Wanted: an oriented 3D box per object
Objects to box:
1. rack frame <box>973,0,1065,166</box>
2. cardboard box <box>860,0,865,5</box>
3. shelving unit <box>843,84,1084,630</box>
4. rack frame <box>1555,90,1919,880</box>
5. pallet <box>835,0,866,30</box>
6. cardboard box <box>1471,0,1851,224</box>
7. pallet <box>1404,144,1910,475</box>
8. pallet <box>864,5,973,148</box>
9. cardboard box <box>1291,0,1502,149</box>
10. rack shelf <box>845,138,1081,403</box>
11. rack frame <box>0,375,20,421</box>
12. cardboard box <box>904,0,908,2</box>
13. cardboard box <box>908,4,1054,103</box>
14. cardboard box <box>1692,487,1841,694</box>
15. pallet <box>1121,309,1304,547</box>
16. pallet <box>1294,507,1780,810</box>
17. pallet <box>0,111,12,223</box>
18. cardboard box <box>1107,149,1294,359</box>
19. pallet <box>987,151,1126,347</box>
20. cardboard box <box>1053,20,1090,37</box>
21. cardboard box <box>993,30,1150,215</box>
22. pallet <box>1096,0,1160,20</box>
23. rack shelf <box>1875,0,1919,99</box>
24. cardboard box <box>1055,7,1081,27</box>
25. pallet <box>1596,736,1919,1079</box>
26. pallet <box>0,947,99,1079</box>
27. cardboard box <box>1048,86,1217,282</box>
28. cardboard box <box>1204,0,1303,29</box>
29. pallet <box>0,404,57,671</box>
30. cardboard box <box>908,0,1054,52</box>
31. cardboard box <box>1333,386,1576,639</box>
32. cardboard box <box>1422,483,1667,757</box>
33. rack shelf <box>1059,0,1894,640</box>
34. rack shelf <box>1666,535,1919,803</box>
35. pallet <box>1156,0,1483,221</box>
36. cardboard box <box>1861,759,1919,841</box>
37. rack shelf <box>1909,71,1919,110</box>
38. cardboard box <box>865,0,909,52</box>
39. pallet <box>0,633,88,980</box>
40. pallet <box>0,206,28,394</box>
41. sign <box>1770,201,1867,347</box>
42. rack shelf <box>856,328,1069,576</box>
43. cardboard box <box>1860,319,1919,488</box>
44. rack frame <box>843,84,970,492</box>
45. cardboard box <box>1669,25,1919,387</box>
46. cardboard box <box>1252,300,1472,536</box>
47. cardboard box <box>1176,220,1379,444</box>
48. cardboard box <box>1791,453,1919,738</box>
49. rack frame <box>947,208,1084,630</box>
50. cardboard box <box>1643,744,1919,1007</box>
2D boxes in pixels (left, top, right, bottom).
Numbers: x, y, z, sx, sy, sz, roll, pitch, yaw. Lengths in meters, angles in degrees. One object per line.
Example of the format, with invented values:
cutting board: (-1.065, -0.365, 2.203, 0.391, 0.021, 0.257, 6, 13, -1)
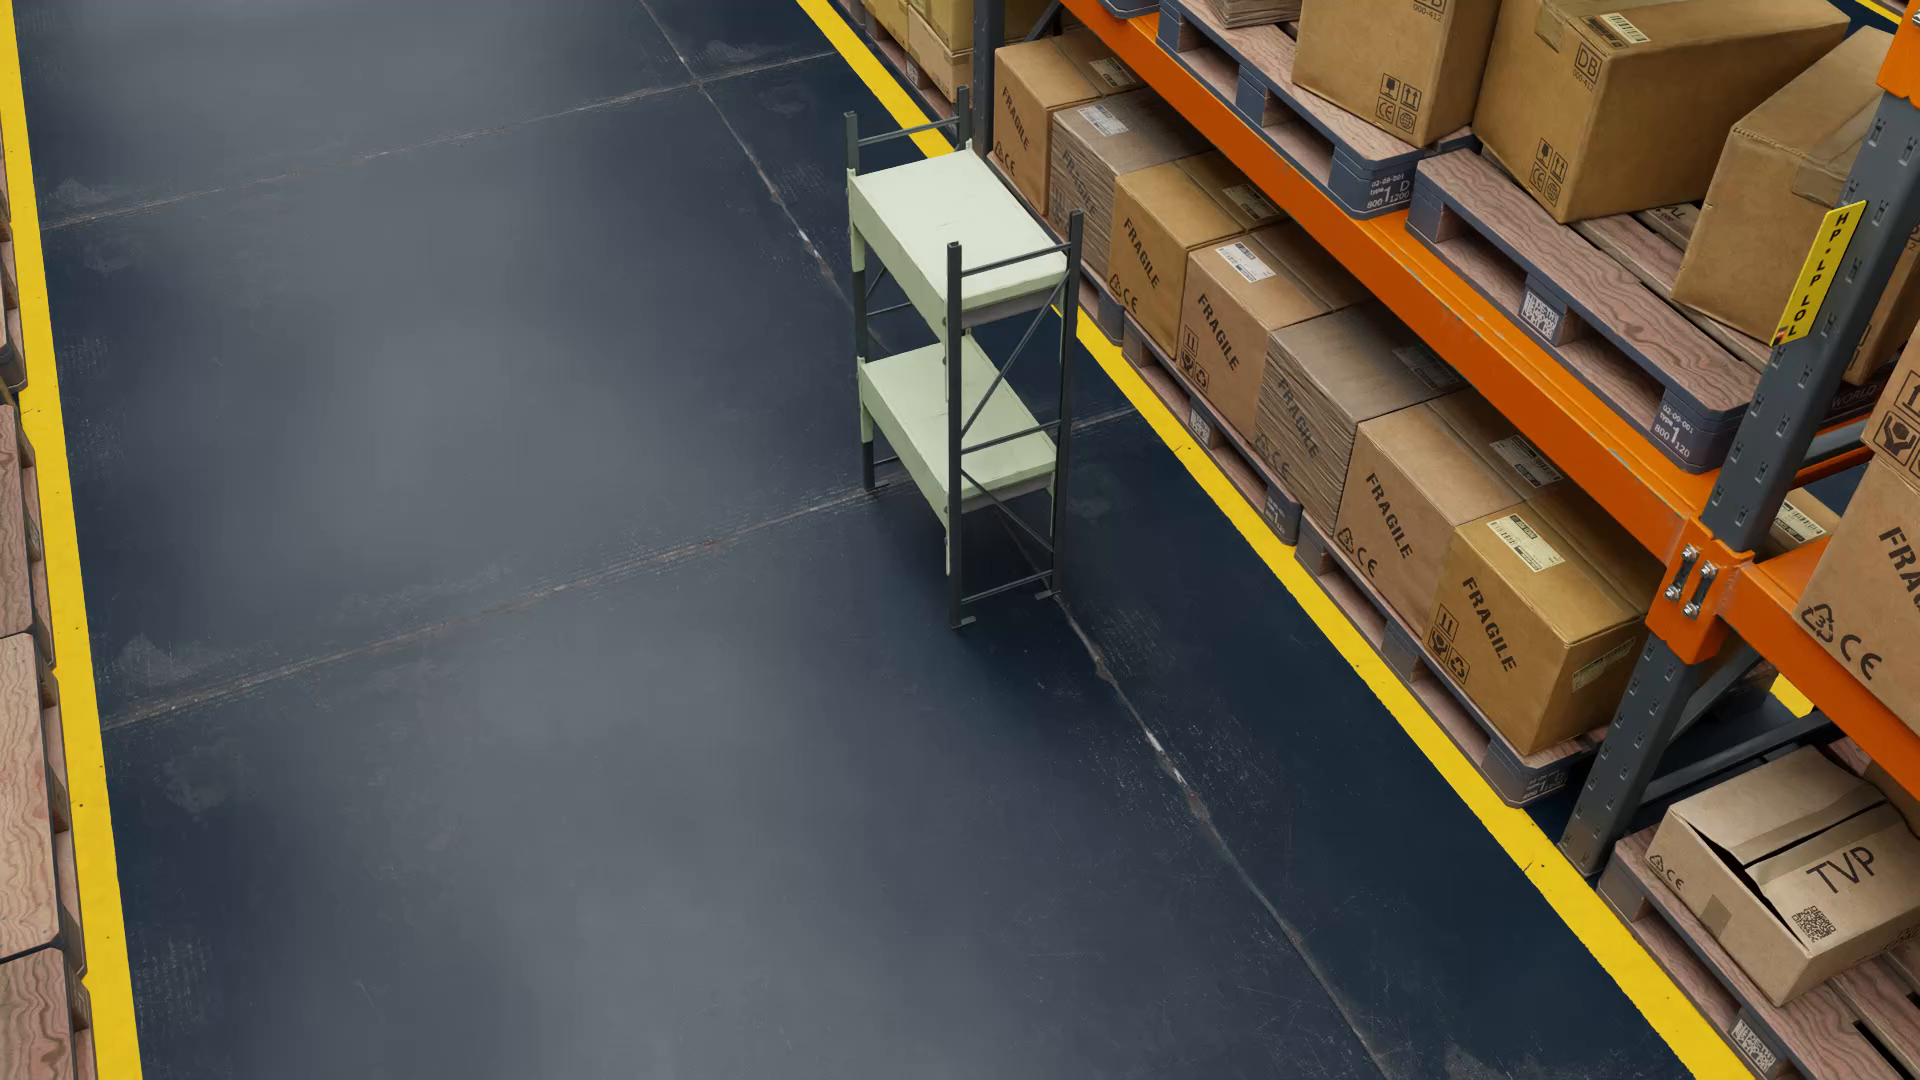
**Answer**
rack frame: (0.533, -2.831, 6.483, 1.000, 3.000, 0.127, -18, 47, -17)
cardboard box: (-0.338, -2.914, 8.226, 0.500, 0.250, 0.500, -17, 47, -17)
shelving unit: (-0.003, -0.538, 5.228, 0.431, 1.500, 0.755, -18, 47, -17)
rack frame: (2.215, -0.282, 3.900, 1.000, 3.000, 0.127, -18, 47, -17)
pallet: (-0.287, -3.151, 8.793, 1.003, 0.211, 1.213, -18, 47, -17)
cardboard box: (1.872, -1.254, 4.515, 0.700, 0.500, 0.500, -11, 46, -11)
pallet: (1.978, -0.755, 4.516, 1.003, 0.211, 1.213, -18, 47, -17)
pallet: (0.222, -2.374, 8.006, 1.003, 0.211, 1.213, -18, 47, -17)
cardboard box: (1.416, -1.575, 4.840, 0.700, 0.500, 0.500, -30, 52, -27)
rack shelf: (-0.003, -0.816, 4.953, 0.431, 0.370, 0.720, -18, 47, -17)
rack frame: (-3.963, -1.370, 5.003, 1.000, 3.000, 0.127, -18, 47, -17)
cardboard box: (-0.135, -2.792, 7.703, 0.500, 0.311, 0.500, -19, 48, -18)
cardboard box: (0.091, -2.265, 7.568, 0.500, 0.250, 0.500, -17, 47, -16)
cardboard box: (2.233, 0.071, 5.009, 0.500, 0.500, 0.500, -20, 48, -19)
pallet: (1.322, -0.575, 6.182, 1.003, 0.211, 1.213, -18, 47, -17)
pallet: (1.839, 0.204, 5.393, 1.003, 0.211, 1.213, -18, 47, -17)
pallet: (-4.762, -1.659, 7.281, 1.003, 0.211, 1.213, -18, 47, -17)
cardboard box: (0.897, -1.070, 6.165, 0.500, 0.500, 0.500, -19, 48, -18)
pallet: (0.813, -1.351, 6.969, 1.003, 0.211, 1.213, -18, 47, -17)
cardboard box: (0.579, -2.422, 7.728, 0.500, 0.250, 0.500, -18, 47, -18)
cardboard box: (0.465, -1.723, 6.827, 0.500, 0.500, 0.500, -16, 47, -16)
pallet: (0.882, -2.351, 6.134, 1.213, 0.211, 1.003, -18, 47, -17)
rack shelf: (1.374, -2.368, 4.391, 1.077, 0.370, 4.000, -18, 47, -17)
cardboard box: (0.579, -2.622, 7.531, 0.500, 0.311, 0.500, -17, 47, -16)
pallet: (2.503, 1.149, 4.436, 1.003, 0.211, 1.213, -18, 47, -17)
pallet: (-2.567, 1.667, 3.910, 1.003, 0.211, 1.213, -18, 47, -17)
cardboard box: (0.691, -1.391, 6.491, 0.500, 0.500, 0.500, -20, 48, -19)
cardboard box: (1.112, -2.009, 5.280, 0.700, 0.500, 0.500, -10, 45, -10)
pallet: (-3.593, 0.112, 5.486, 1.003, 0.211, 1.213, -18, 47, -17)
cardboard box: (0.090, -2.462, 7.369, 0.500, 0.311, 0.500, -17, 47, -16)
cardboard box: (1.547, -0.096, 5.178, 0.500, 0.500, 0.500, -18, 47, -17)
cardboard box: (1.748, 0.222, 4.856, 0.500, 0.500, 0.500, -18, 47, -18)
rack shelf: (1.374, -1.300, 5.444, 1.077, 0.370, 4.000, -18, 47, -17)
rack shelf: (3.056, 1.249, 2.861, 1.077, 0.370, 4.000, -18, 47, -17)
pallet: (1.355, -1.525, 5.296, 1.003, 0.211, 1.213, -18, 47, -17)
cardboard box: (2.712, 0.731, 4.340, 0.500, 0.500, 0.500, -18, 47, -17)
rack shelf: (3.056, 0.181, 1.807, 1.077, 0.370, 4.000, -18, 47, -17)
cardboard box: (-0.129, -2.592, 7.900, 0.500, 0.250, 0.500, -19, 48, -18)
pallet: (-3.084, 0.889, 4.699, 1.003, 0.211, 1.213, -18, 47, -17)
pallet: (-4.253, -0.883, 6.495, 1.003, 0.211, 1.213, -18, 47, -17)
sign: (1.713, -0.528, 3.325, 0.100, 0.325, 0.005, -18, 47, -17)
rack shelf: (-0.003, -0.306, 5.457, 0.431, 0.370, 0.720, -18, 47, -17)
cardboard box: (2.158, -0.290, 3.125, 0.500, 0.500, 0.500, -17, 47, -16)
rack frame: (-0.157, -0.771, 5.464, 0.400, 1.500, 0.023, -18, 47, -17)
cardboard box: (2.219, -0.835, 4.090, 0.700, 0.500, 0.500, -34, 54, -30)
cardboard box: (1.337, -0.416, 5.502, 0.500, 0.500, 0.500, -17, 47, -17)
cardboard box: (1.121, -0.739, 5.830, 0.500, 0.500, 0.500, -20, 48, -19)
cardboard box: (2.182, 0.088, 3.454, 0.500, 0.500, 0.500, -17, 47, -16)
rack frame: (0.151, -0.305, 4.991, 0.400, 1.500, 0.023, -18, 47, -17)
cardboard box: (2.195, 0.850, 4.354, 0.500, 0.311, 0.500, -18, 47, -17)
